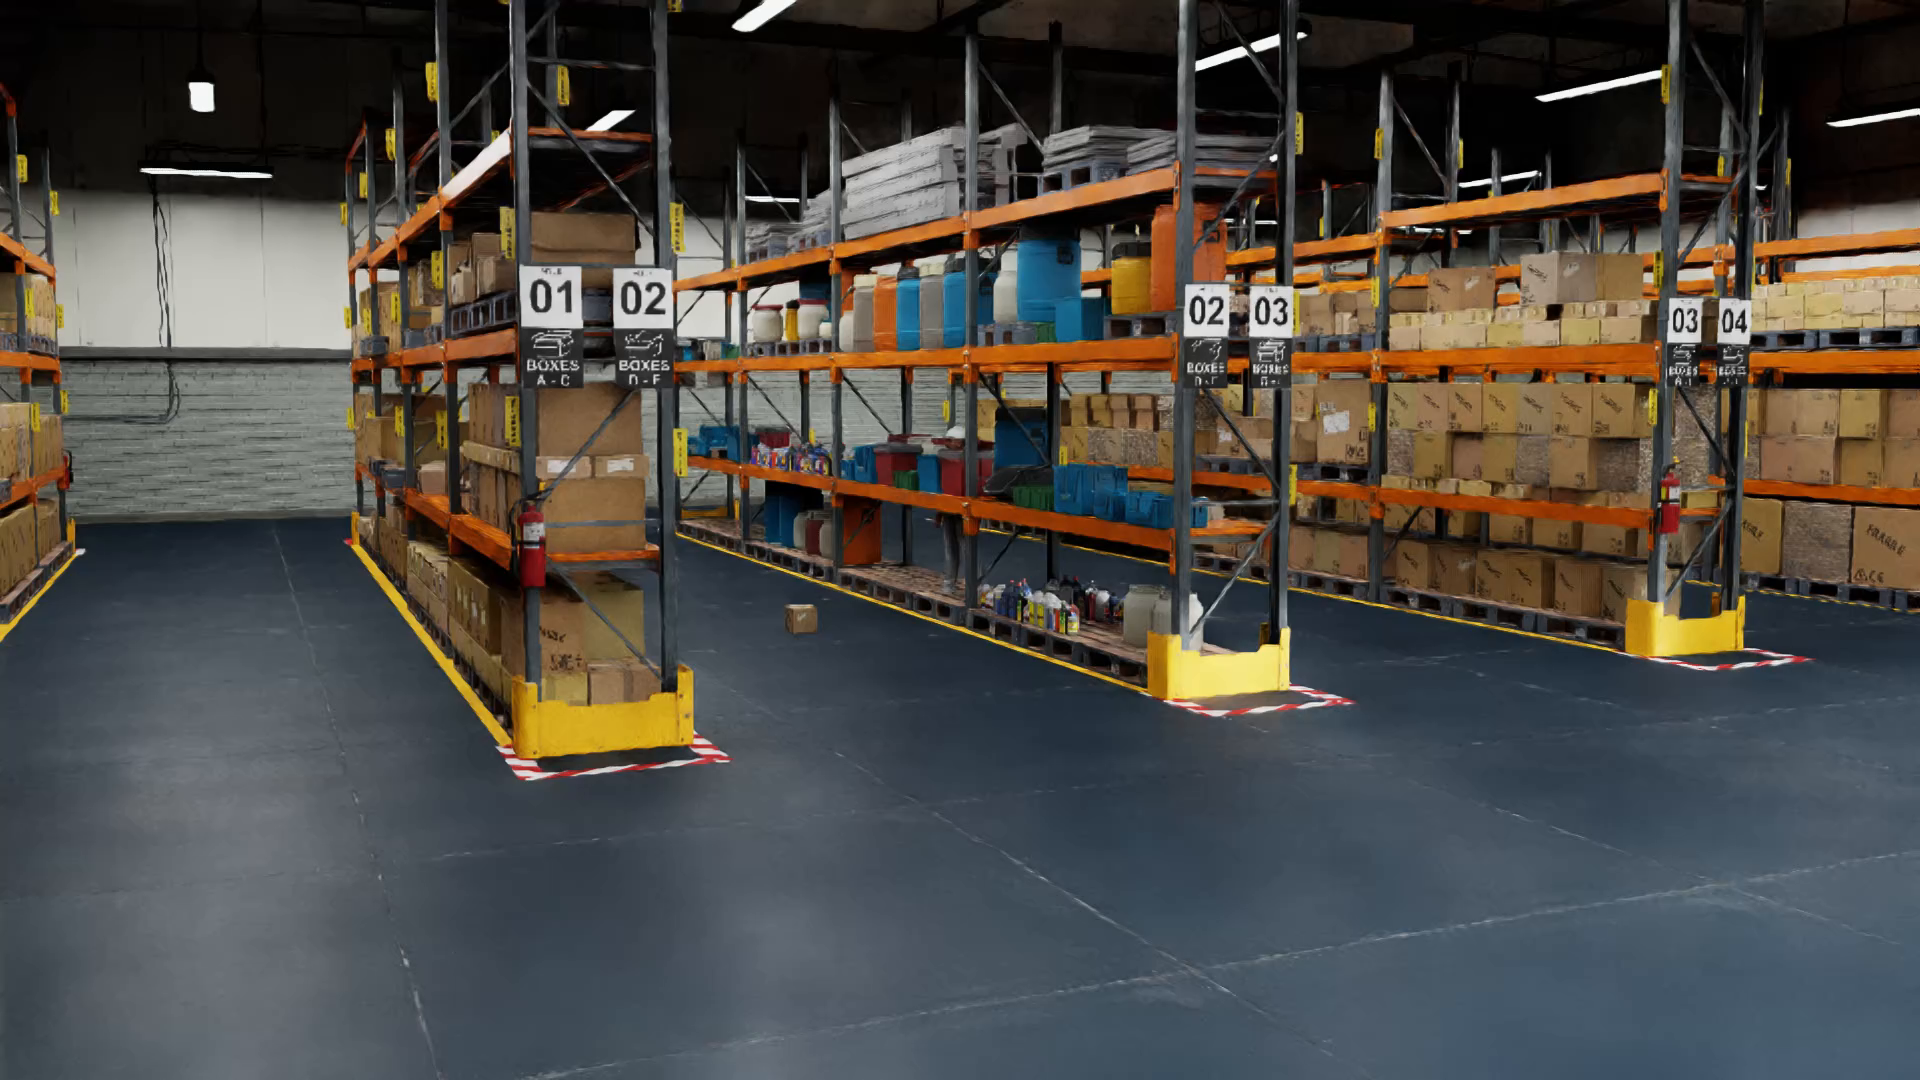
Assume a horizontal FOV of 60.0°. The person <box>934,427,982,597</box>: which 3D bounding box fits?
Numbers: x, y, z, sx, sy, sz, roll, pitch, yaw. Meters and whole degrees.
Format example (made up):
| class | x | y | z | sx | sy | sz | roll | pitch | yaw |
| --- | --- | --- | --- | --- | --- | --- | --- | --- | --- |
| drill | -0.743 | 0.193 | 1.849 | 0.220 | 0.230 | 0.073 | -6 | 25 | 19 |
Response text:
| class | x | y | z | sx | sy | sz | roll | pitch | yaw |
| --- | --- | --- | --- | --- | --- | --- | --- | --- | --- |
| person | -0.018 | -0.297 | 17.355 | 0.422 | 1.766 | 0.579 | -3 | 6 | -26 |
